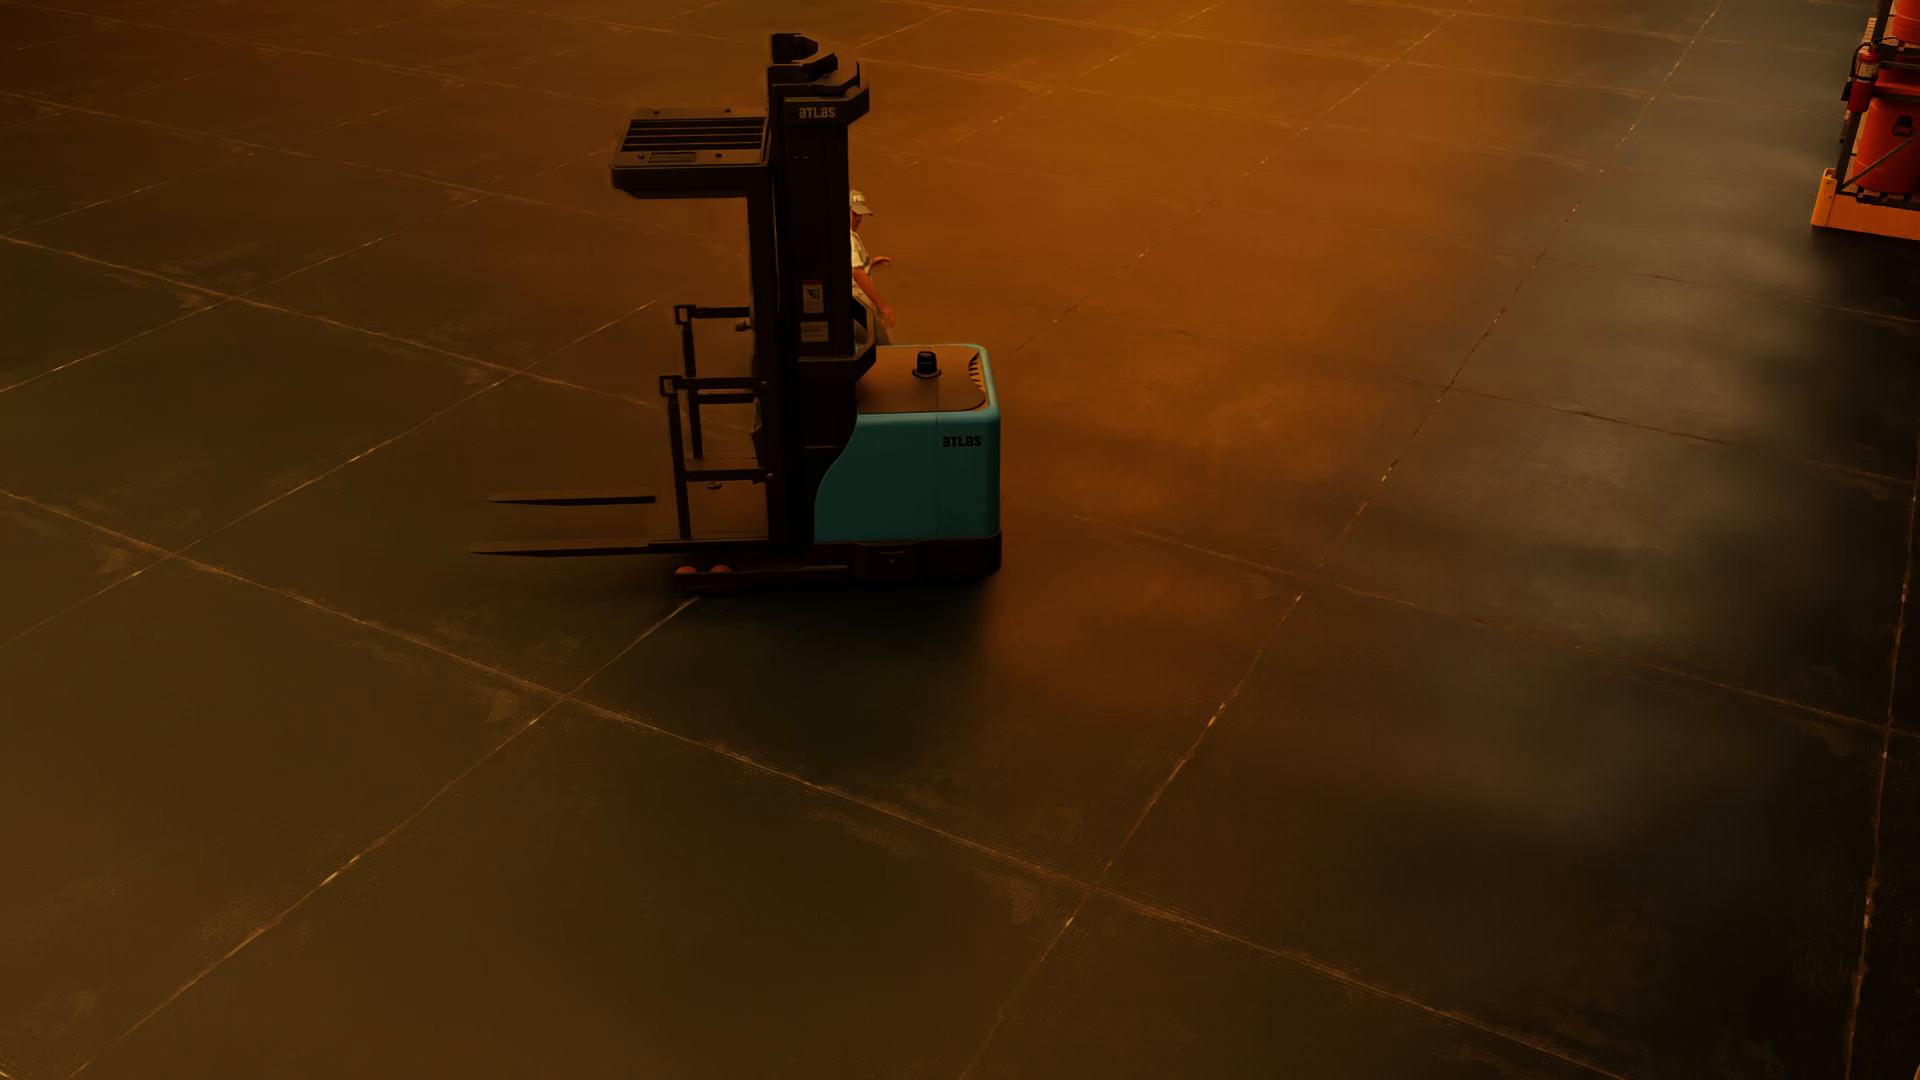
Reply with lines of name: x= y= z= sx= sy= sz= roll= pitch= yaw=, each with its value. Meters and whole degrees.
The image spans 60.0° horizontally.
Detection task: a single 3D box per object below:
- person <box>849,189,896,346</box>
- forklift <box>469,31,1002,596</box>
person: x=-0.652 y=-1.600 z=11.257 sx=0.811 sy=1.537 sz=0.817 roll=-26 pitch=39 yaw=-37
forklift: x=-1.302 y=-1.227 z=9.197 sx=3.031 sy=2.935 sz=1.130 roll=-2 pitch=30 yaw=-3
